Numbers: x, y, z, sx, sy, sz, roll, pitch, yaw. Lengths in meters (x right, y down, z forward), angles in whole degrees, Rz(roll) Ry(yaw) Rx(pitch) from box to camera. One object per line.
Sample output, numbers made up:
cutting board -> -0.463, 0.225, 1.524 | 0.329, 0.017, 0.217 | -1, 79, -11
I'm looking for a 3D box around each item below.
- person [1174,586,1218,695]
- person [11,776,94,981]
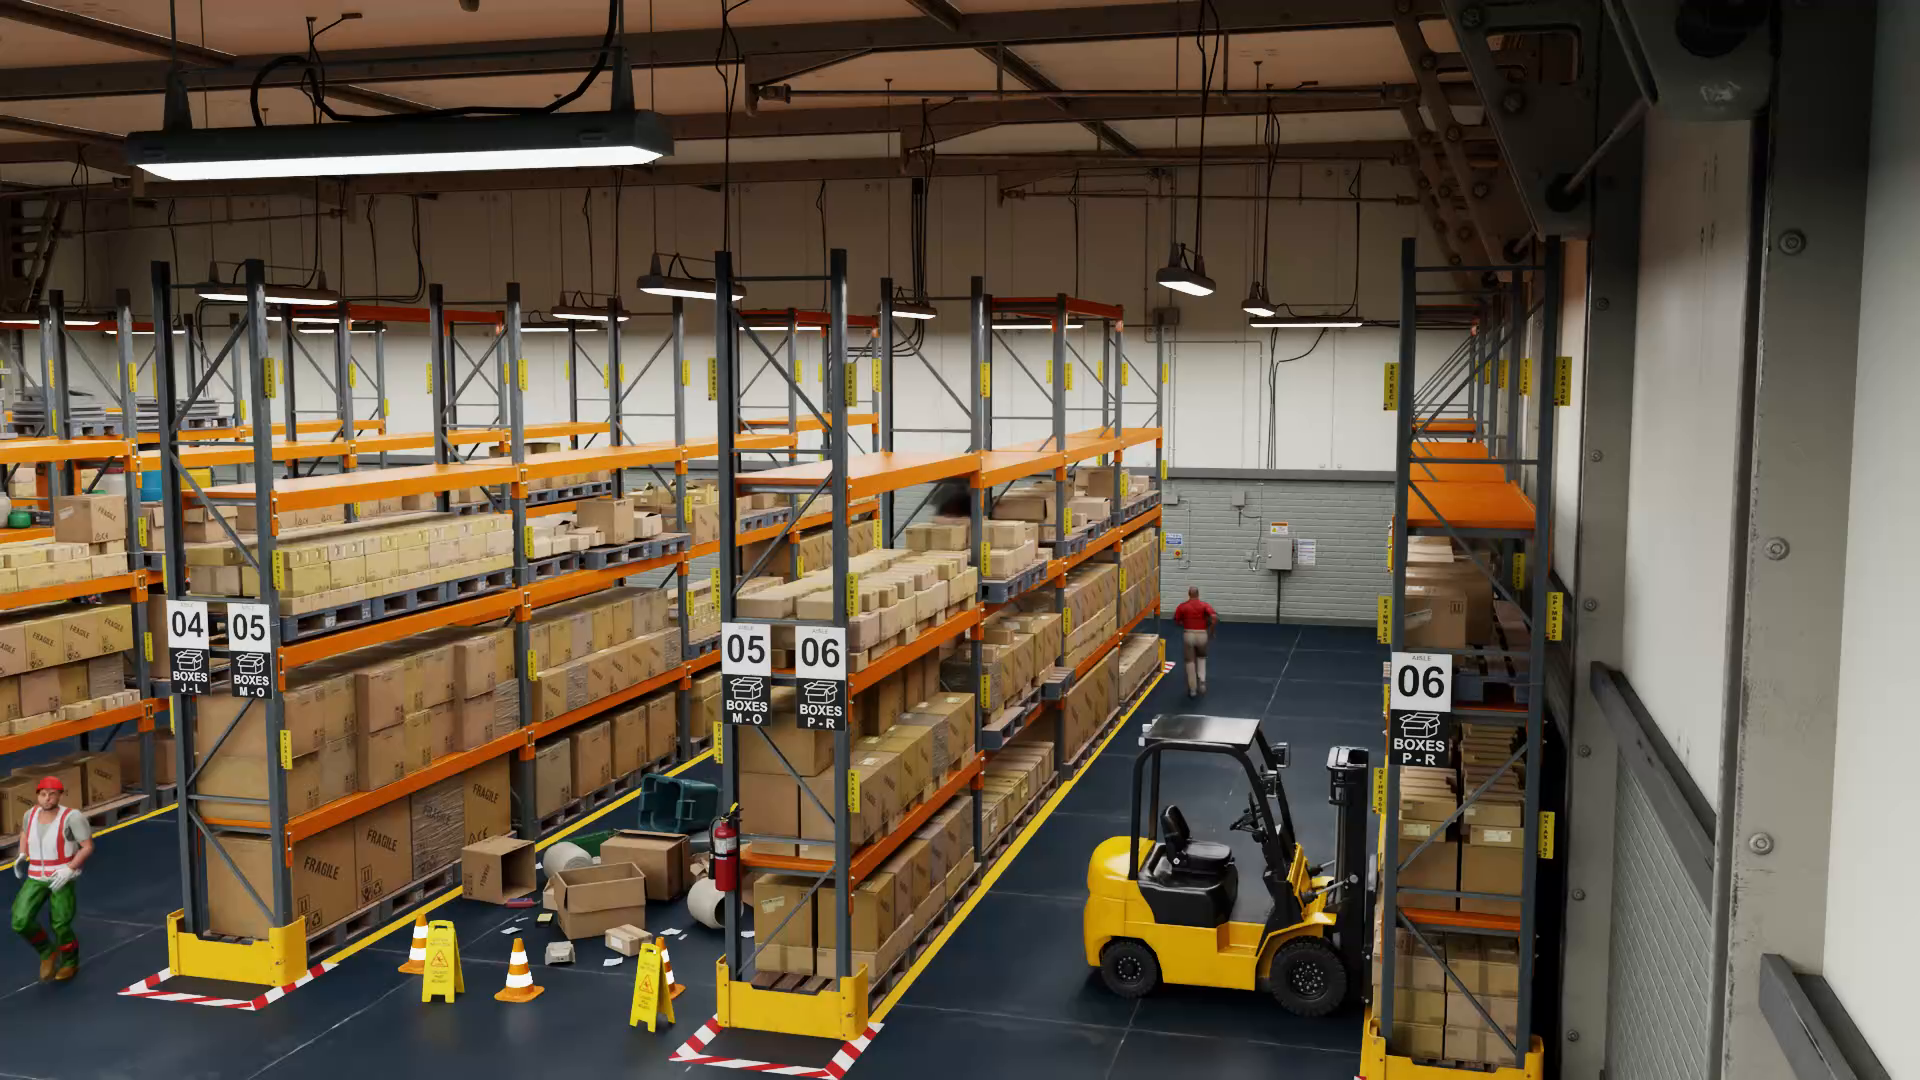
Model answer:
person -> 3.675, 1.567, 26.015 | 0.652, 1.718, 0.653 | 0, 6, 4
person -> -7.575, 2.825, 13.865 | 0.678, 1.745, 0.518 | 0, 6, 3
